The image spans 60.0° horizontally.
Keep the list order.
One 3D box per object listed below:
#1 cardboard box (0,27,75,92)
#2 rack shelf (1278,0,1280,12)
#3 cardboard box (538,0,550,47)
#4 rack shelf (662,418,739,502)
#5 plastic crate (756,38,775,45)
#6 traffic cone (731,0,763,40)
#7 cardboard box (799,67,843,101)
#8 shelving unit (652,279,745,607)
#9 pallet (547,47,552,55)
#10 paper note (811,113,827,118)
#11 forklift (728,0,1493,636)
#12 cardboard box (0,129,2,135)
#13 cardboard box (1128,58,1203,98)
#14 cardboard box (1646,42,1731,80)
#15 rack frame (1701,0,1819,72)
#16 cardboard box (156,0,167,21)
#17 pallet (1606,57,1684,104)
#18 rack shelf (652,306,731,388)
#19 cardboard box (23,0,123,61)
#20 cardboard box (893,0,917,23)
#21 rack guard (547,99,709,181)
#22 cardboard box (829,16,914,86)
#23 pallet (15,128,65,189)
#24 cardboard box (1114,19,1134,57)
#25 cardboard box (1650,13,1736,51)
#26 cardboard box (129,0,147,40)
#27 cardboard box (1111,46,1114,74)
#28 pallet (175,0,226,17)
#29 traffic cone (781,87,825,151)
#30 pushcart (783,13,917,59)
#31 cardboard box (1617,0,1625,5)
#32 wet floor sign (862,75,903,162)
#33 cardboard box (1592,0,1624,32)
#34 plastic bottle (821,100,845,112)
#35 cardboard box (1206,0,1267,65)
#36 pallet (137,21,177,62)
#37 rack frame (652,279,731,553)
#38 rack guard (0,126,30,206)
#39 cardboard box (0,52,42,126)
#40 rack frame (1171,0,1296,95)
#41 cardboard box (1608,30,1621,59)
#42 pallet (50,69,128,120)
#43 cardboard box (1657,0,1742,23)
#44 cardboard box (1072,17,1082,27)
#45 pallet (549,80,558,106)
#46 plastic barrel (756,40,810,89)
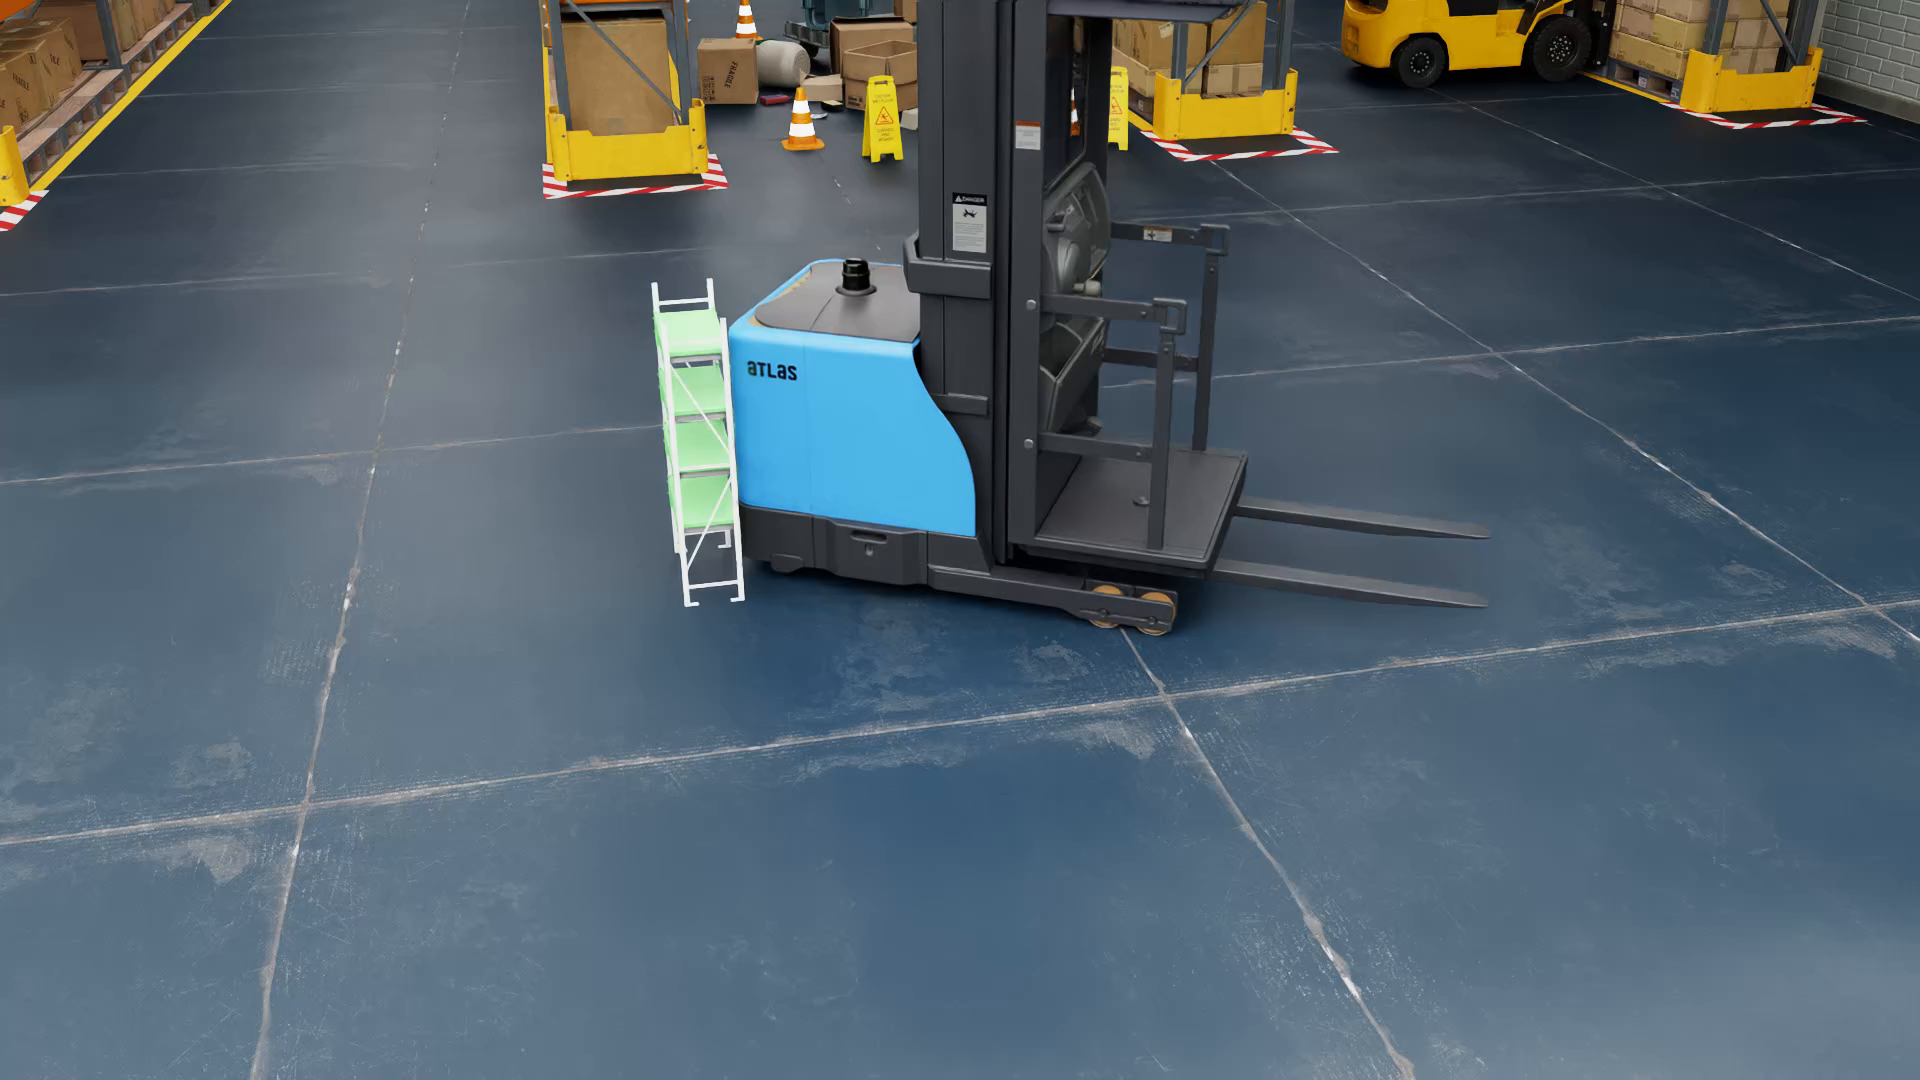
[{"bbox_3d":[-8.126,-4.150,14.452,0.500,0.500,0.500,2,27,5],"label":"cardboard box"},{"bbox_3d":[1.792,-5.316,15.252,1.077,0.370,4.000,-6,27,-12],"label":"rack shelf"},{"bbox_3d":[-3.686,-5.415,16.680,1.050,0.750,0.750,-6,27,-12],"label":"cardboard box"},{"bbox_3d":[-1.052,-0.332,6.717,0.258,0.148,0.480,-6,27,-12],"label":"rack shelf"},{"bbox_3d":[-2.143,-4.796,16.479,0.450,0.188,0.662,-2,25,20],"label":"plastic crate"},{"bbox_3d":[-2.289,-5.578,17.788,0.336,0.463,0.334,-6,27,-12],"label":"traffic cone"},{"bbox_3d":[-1.276,-4.180,15.237,0.396,0.266,0.258,-1,27,-3],"label":"cardboard box"},{"bbox_3d":[-1.052,-0.389,6.689,0.258,1.200,0.503,-6,27,-12],"label":"shelving unit"},{"bbox_3d":[-3.705,-5.055,17.030,1.003,0.211,1.213,-6,27,-12],"label":"pallet"},{"bbox_3d":[-1.247,-3.729,14.605,0.144,0.017,0.142,3,27,6],"label":"paper note"},{"bbox_3d":[0.641,-1.202,6.379,3.031,2.935,1.130,8,28,15],"label":"forklift"},{"bbox_3d":[-7.536,-3.101,12.372,0.500,0.500,0.500,-1,27,-2],"label":"cardboard box"},{"bbox_3d":[1.794,-4.057,14.545,0.500,0.250,0.500,-6,27,-12],"label":"cardboard box"},{"bbox_3d":[6.665,-4.399,15.222,0.500,0.250,0.500,-6,27,-11],"label":"cardboard box"},{"bbox_3d":[7.078,-5.265,14.352,1.000,3.000,0.127,-6,27,-12],"label":"rack frame"},{"bbox_3d":[-8.907,-5.811,17.720,0.700,0.500,0.500,-8,28,-16],"label":"cardboard box"},{"bbox_3d":[6.865,-4.352,15.637,1.003,0.211,1.213,-6,27,-12],"label":"pallet"},{"bbox_3d":[-1.052,-0.760,6.501,0.258,0.148,0.480,-6,27,-12],"label":"rack shelf"},{"bbox_3d":[-8.431,-4.861,15.838,0.700,0.500,0.500,-8,28,-16],"label":"cardboard box"},{"bbox_3d":[-0.386,-5.544,16.838,0.500,0.500,0.500,-6,27,-12],"label":"cardboard box"},{"bbox_3d":[-2.551,-3.086,12.809,1.175,0.500,0.348,-6,27,-12],"label":"rack guard"},{"bbox_3d":[-0.838,-4.629,15.713,0.797,0.637,0.503,-6,27,-12],"label":"cardboard box"},{"bbox_3d":[-7.578,-2.902,12.765,1.003,0.211,1.213,-6,27,-12],"label":"pallet"},{"bbox_3d":[1.688,-4.608,14.804,0.500,0.500,0.500,-5,27,-10],"label":"cardboard box"},{"bbox_3d":[6.664,-4.630,15.125,0.500,0.250,0.500,-6,27,-12],"label":"cardboard box"},{"bbox_3d":[-8.646,-5.318,16.744,0.700,0.500,0.500,-8,28,-16],"label":"cardboard box"},{"bbox_3d":[1.567,-4.504,15.431,0.500,0.250,0.500,-7,28,-13],"label":"cardboard box"},{"bbox_3d":[-9.319,-6.374,19.644,1.003,0.211,1.213,-6,27,-12],"label":"pallet"},{"bbox_3d":[-1.293,-3.457,13.586,0.336,0.463,0.334,-6,27,-12],"label":"traffic cone"},{"bbox_3d":[-0.868,-5.091,16.918,1.648,0.377,0.936,-16,31,-29],"label":"pushcart"},{"bbox_3d":[6.427,-5.286,15.870,0.500,0.250,0.500,-6,27,-11],"label":"cardboard box"},{"bbox_3d":[-0.621,-3.350,13.170,0.267,0.644,0.232,-11,29,-20],"label":"wet floor sign"},{"bbox_3d":[6.425,-5.076,16.008,0.500,0.250,0.500,-7,28,-13],"label":"cardboard box"},{"bbox_3d":[-1.156,-3.895,14.899,0.133,0.061,0.283,-16,31,-29],"label":"plastic bottle"},{"bbox_3d":[2.325,-4.447,14.484,0.500,0.500,0.500,-7,28,-13],"label":"cardboard box"},{"bbox_3d":[-8.769,-5.143,17.204,1.003,0.211,1.213,-6,27,-12],"label":"pallet"},{"bbox_3d":[-1.108,-0.496,6.900,0.240,1.200,0.015,-6,27,-12],"label":"rack frame"},{"bbox_3d":[-7.429,-2.671,11.986,1.175,0.500,0.348,-6,27,-12],"label":"rack guard"},{"bbox_3d":[-7.827,-3.636,13.433,0.500,0.500,0.500,-3,27,-7],"label":"cardboard box"},{"bbox_3d":[2.243,-4.759,13.351,1.000,3.000,0.127,-6,27,-12],"label":"rack frame"},{"bbox_3d":[6.458,-4.839,16.094,0.500,0.250,0.500,-6,27,-11],"label":"cardboard box"},{"bbox_3d":[-8.128,-3.973,14.887,1.003,0.211,1.213,-6,27,-12],"label":"pallet"},{"bbox_3d":[6.671,-4.842,14.990,0.500,0.250,0.500,-5,27,-10],"label":"cardboard box"},{"bbox_3d":[1.344,-5.290,16.155,0.500,0.500,0.500,-5,27,-10],"label":"cardboard box"},{"bbox_3d":[-3.085,-3.845,14.634,1.003,0.211,1.213,-6,27,-12],"label":"pallet"},{"bbox_3d":[-1.708,-4.476,15.648,0.512,0.421,0.421,13,30,24],"label":"plastic barrel"}]
